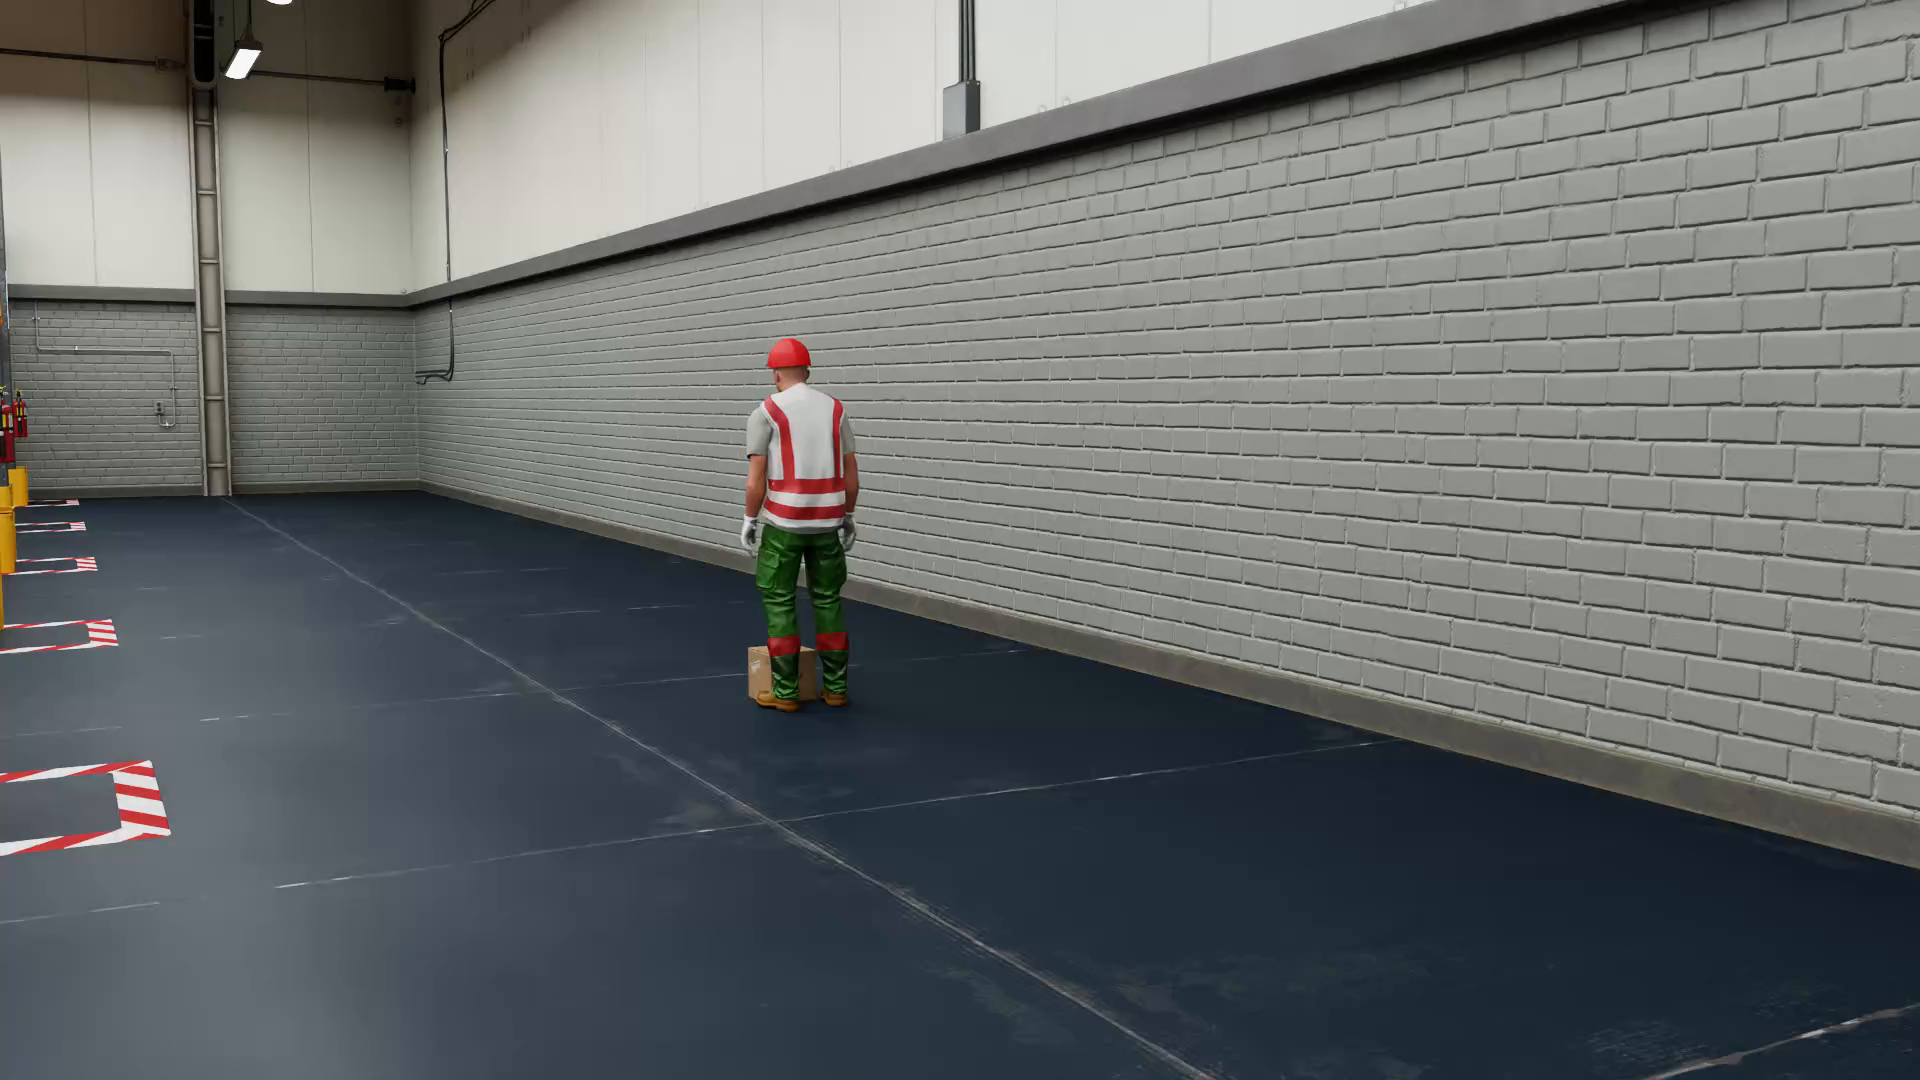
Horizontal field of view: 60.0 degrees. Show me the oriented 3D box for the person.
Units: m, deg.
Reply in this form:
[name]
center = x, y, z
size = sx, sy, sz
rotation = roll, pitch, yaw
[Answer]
[person]
center = -0.769, -0.078, 8.009
size = 0.604, 1.778, 0.453
rotation = -3, 6, -29
